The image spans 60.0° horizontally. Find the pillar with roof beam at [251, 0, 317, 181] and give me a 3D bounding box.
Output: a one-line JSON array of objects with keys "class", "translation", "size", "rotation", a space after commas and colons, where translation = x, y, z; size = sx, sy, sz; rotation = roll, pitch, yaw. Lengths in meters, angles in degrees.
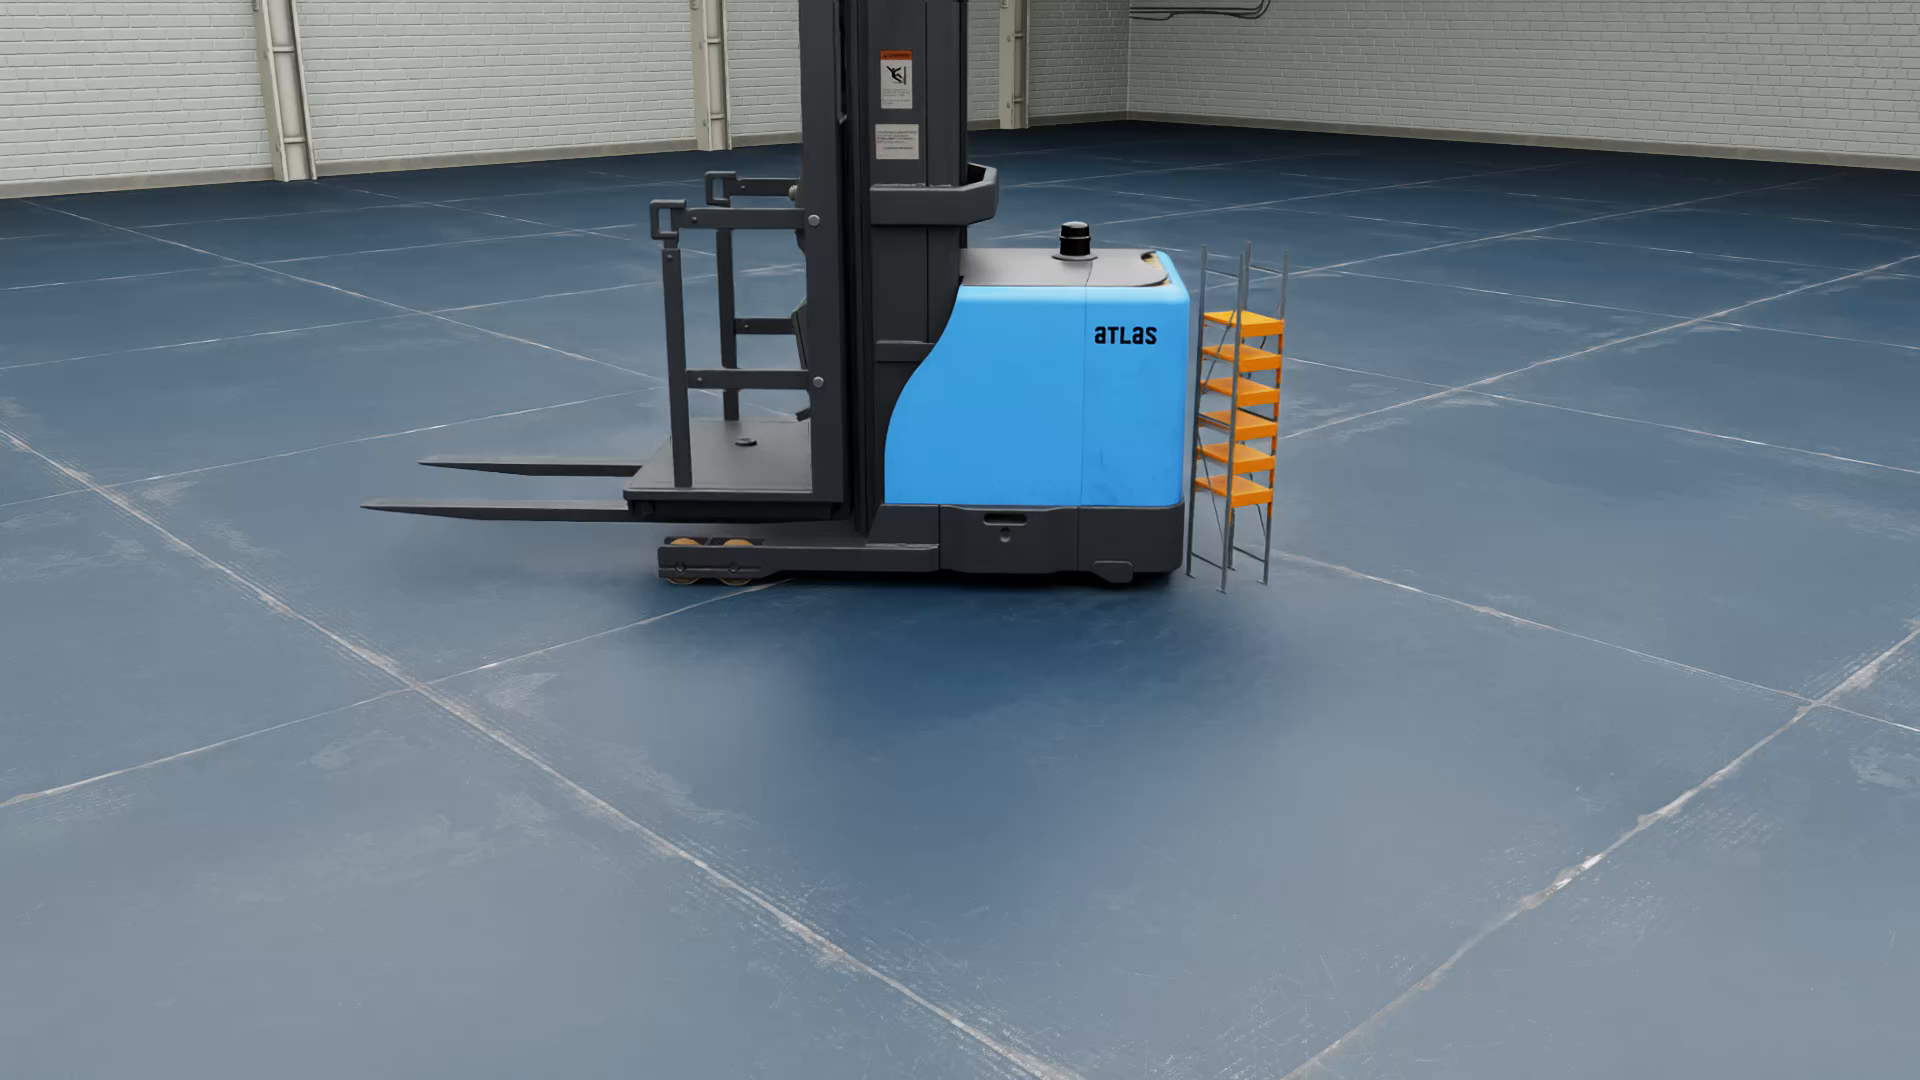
[{"class": "pillar with roof beam", "translation": [-4.876, -7.569, 15.238], "size": [0.400, 9.000, 9.100], "rotation": [-16, 24, -41]}]

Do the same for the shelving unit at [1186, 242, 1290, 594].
[{"class": "shelving unit", "translation": [0.971, -0.427, 5.854], "size": [0.189, 1.200, 0.258], "rotation": [-8, 20, -25]}]

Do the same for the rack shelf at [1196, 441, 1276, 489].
[{"class": "rack shelf", "translation": [0.970, -0.270, 5.904], "size": [0.180, 0.103, 0.258], "rotation": [-8, 20, -25]}]

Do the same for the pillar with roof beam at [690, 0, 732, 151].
[{"class": "pillar with roof beam", "translation": [-0.516, -8.840, 19.160], "size": [0.400, 9.000, 9.100], "rotation": [-16, 24, -41]}]

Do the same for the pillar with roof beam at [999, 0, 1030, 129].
[{"class": "pillar with roof beam", "translation": [3.844, -10.112, 23.081], "size": [0.400, 9.000, 9.100], "rotation": [-16, 24, -41]}]

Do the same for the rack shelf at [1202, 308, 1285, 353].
[{"class": "rack shelf", "translation": [0.972, -0.727, 5.757], "size": [0.180, 0.103, 0.258], "rotation": [-8, 20, -25]}]

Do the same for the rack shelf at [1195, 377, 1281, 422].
[{"class": "rack shelf", "translation": [0.971, -0.499, 5.831], "size": [0.180, 0.103, 0.258], "rotation": [-8, 20, -25]}]

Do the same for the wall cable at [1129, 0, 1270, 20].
[{"class": "wall cable", "translation": [3.935, -9.927, 27.547], "size": [0.112, 2.526, 3.097], "rotation": [-16, 24, -41]}]

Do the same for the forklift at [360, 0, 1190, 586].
[{"class": "forklift", "translation": [-0.696, -1.390, 6.020], "size": [3.031, 2.935, 1.130], "rotation": [1, 18, 2]}]

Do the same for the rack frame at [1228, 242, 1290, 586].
[{"class": "rack frame", "translation": [1.053, -0.439, 5.893], "size": [0.006, 1.200, 0.240], "rotation": [-8, 20, -25]}]

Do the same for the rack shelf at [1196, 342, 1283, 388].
[{"class": "rack shelf", "translation": [0.972, -0.613, 5.794], "size": [0.180, 0.103, 0.258], "rotation": [-8, 20, -25]}]

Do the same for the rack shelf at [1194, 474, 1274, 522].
[{"class": "rack shelf", "translation": [0.969, -0.156, 5.941], "size": [0.180, 0.103, 0.258], "rotation": [-8, 20, -25]}]

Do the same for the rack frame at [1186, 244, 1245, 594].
[{"class": "rack frame", "translation": [0.889, -0.415, 5.815], "size": [0.006, 1.200, 0.240], "rotation": [-8, 20, -25]}]

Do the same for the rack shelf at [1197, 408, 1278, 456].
[{"class": "rack shelf", "translation": [0.971, -0.384, 5.867], "size": [0.180, 0.103, 0.258], "rotation": [-8, 20, -25]}]
